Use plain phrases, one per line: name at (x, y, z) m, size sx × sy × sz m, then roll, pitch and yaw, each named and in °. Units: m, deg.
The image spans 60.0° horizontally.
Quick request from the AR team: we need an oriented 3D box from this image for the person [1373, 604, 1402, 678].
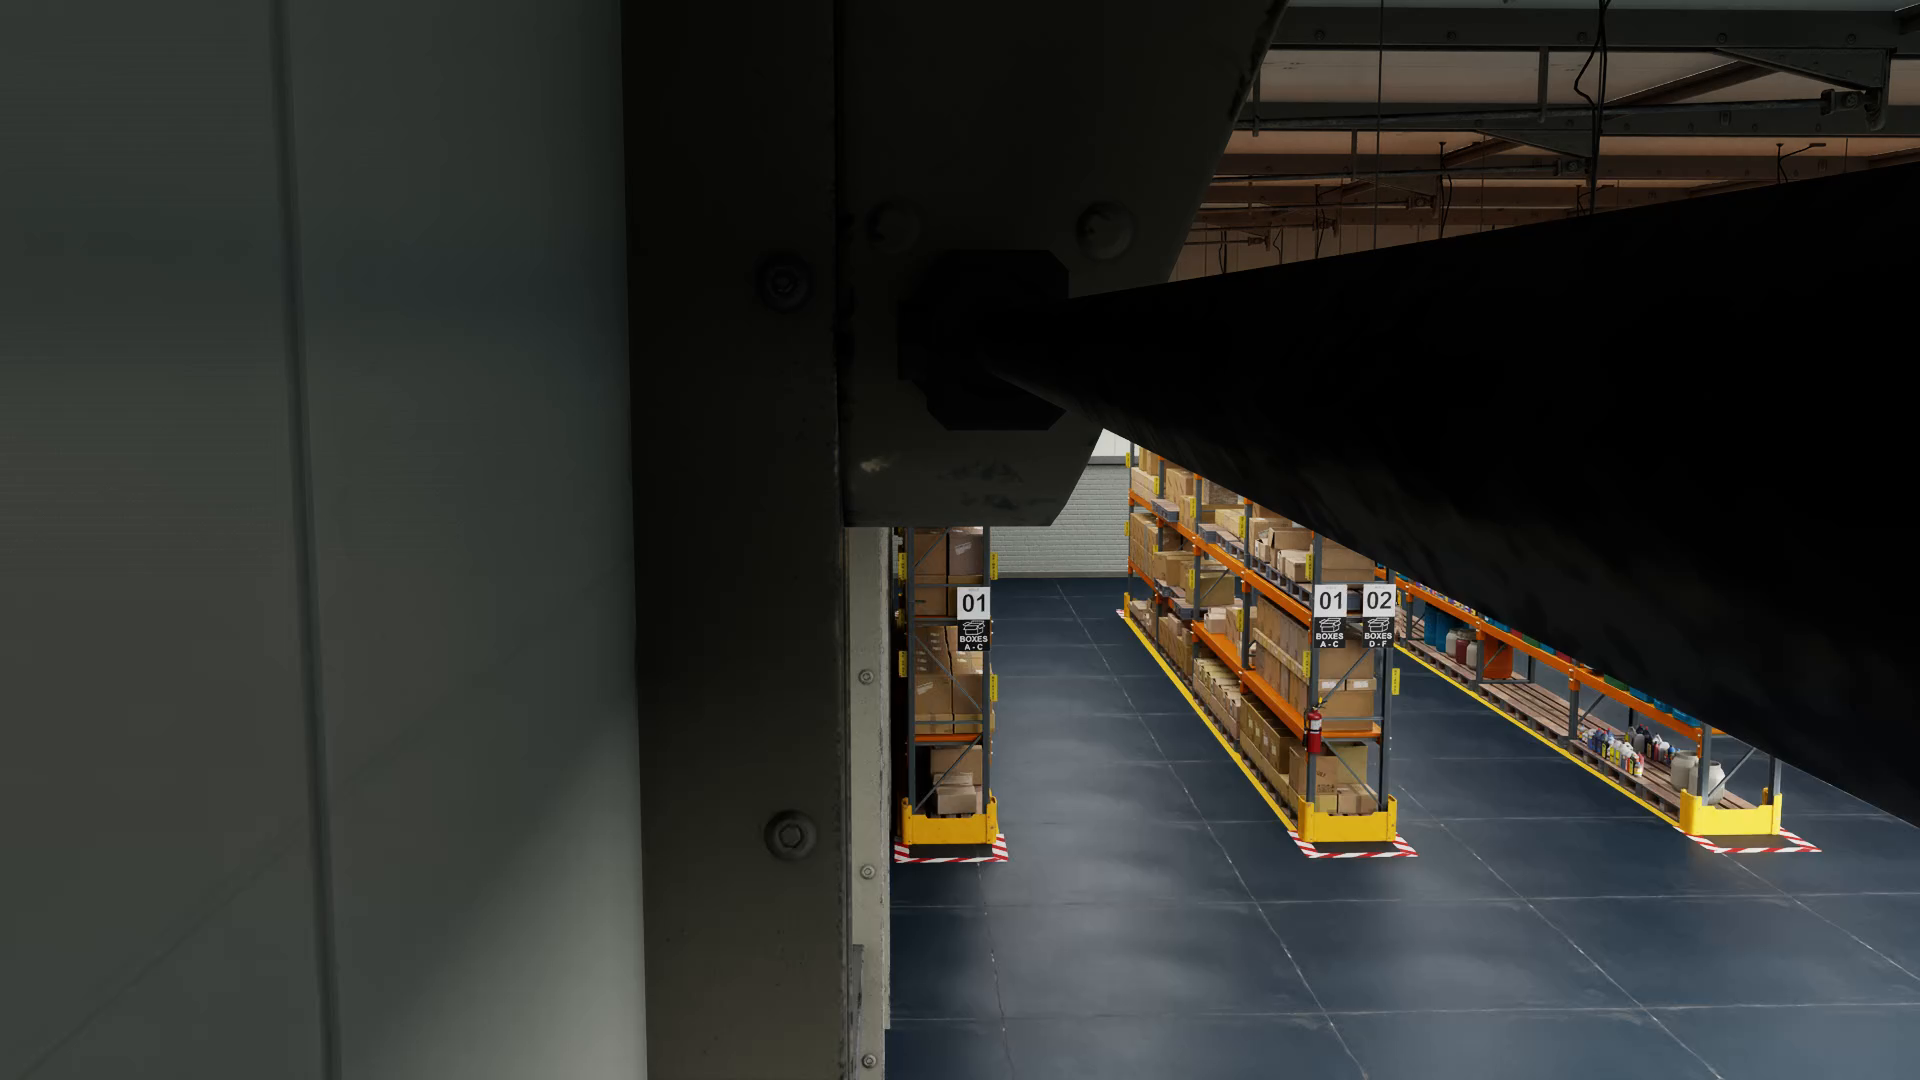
person at (7.639, 1.708, 29.814) m, size 0.587 × 1.619 × 0.653 m, roll -1°, pitch 7°, yaw -5°
